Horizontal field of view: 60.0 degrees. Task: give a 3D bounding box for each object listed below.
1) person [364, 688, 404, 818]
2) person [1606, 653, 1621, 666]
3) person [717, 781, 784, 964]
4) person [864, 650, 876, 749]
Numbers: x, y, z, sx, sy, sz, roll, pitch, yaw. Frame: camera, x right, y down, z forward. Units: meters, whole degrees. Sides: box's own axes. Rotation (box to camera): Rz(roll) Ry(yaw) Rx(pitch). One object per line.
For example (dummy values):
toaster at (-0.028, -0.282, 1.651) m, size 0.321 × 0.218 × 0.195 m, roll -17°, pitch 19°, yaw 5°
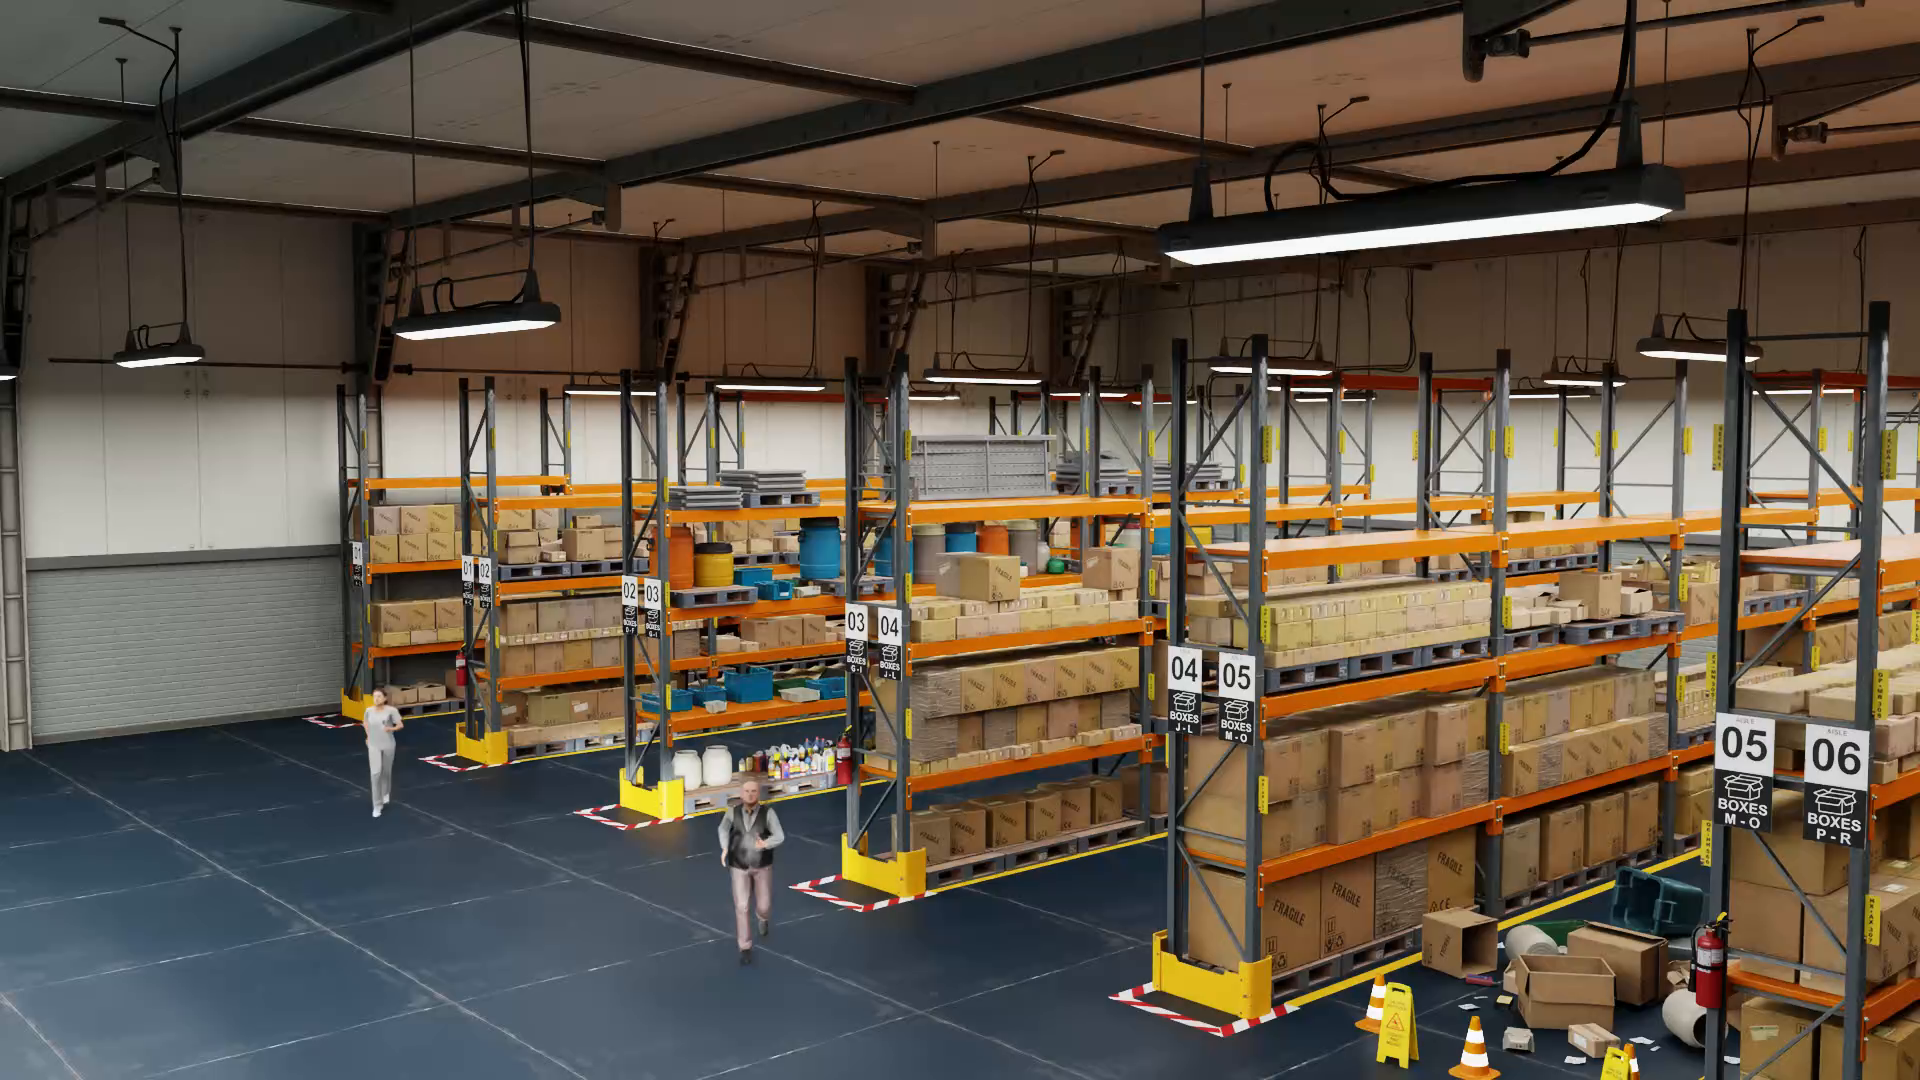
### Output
person at (-7.834, 2.844, 22.605) m, size 0.549 × 1.703 × 0.874 m, roll -1°, pitch 4°, yaw -12°
person at (10.420, 2.579, 26.564) m, size 0.739 × 1.671 × 0.578 m, roll -4°, pitch 5°, yaw -44°
person at (-2.064, 3.225, 16.398) m, size 0.666 × 1.699 × 0.930 m, roll 0°, pitch 4°, yaw -5°
person at (-1.539, 2.524, 27.074) m, size 0.685 × 1.783 × 0.725 m, roll -3°, pitch 5°, yaw -40°
